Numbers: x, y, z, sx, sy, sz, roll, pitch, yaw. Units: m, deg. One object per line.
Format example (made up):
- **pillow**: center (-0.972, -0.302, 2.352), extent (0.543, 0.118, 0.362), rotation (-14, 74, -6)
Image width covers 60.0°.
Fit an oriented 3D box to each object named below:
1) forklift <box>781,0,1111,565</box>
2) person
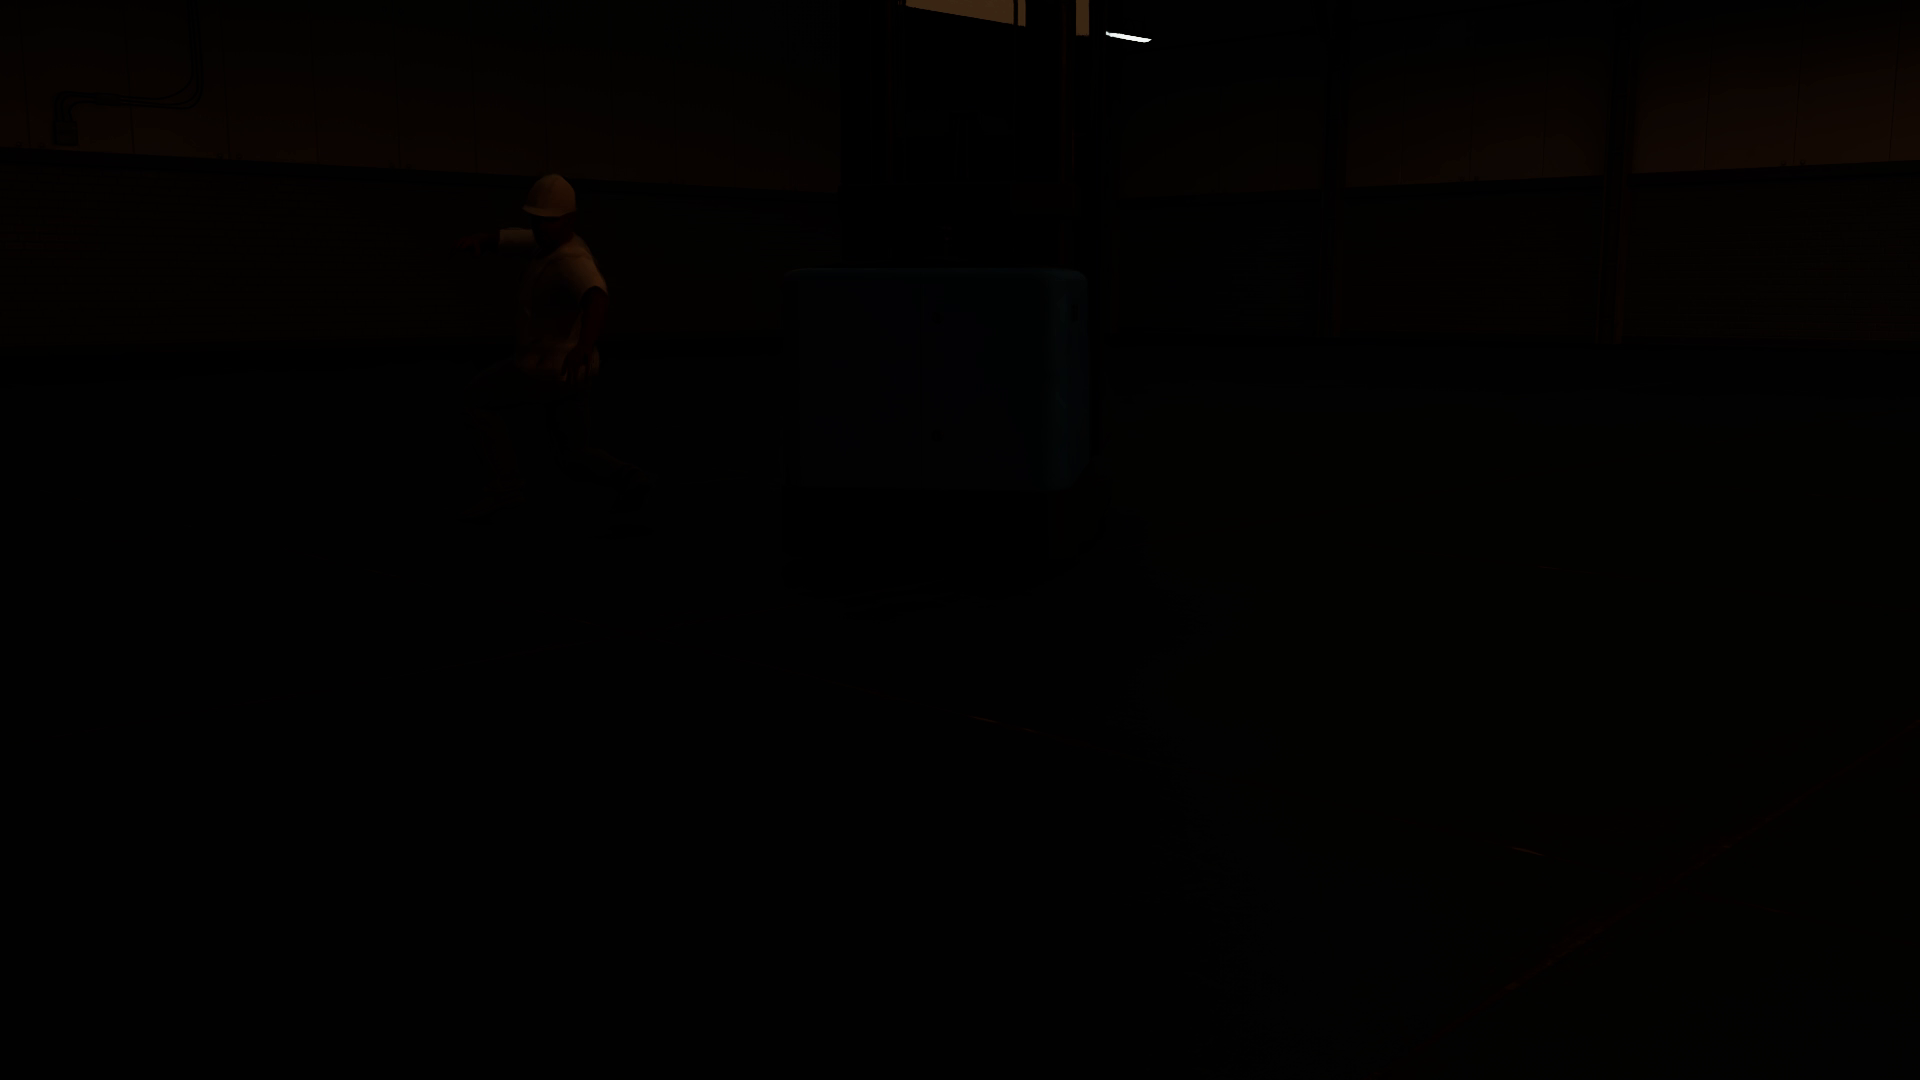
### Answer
- **forklift**: center (0.088, -1.539, 7.097), extent (1.130, 2.935, 3.031), rotation (1, 9, 8)
- **person**: center (-1.791, -0.778, 7.000), extent (0.973, 1.502, 0.839), rotation (2, 9, 14)
